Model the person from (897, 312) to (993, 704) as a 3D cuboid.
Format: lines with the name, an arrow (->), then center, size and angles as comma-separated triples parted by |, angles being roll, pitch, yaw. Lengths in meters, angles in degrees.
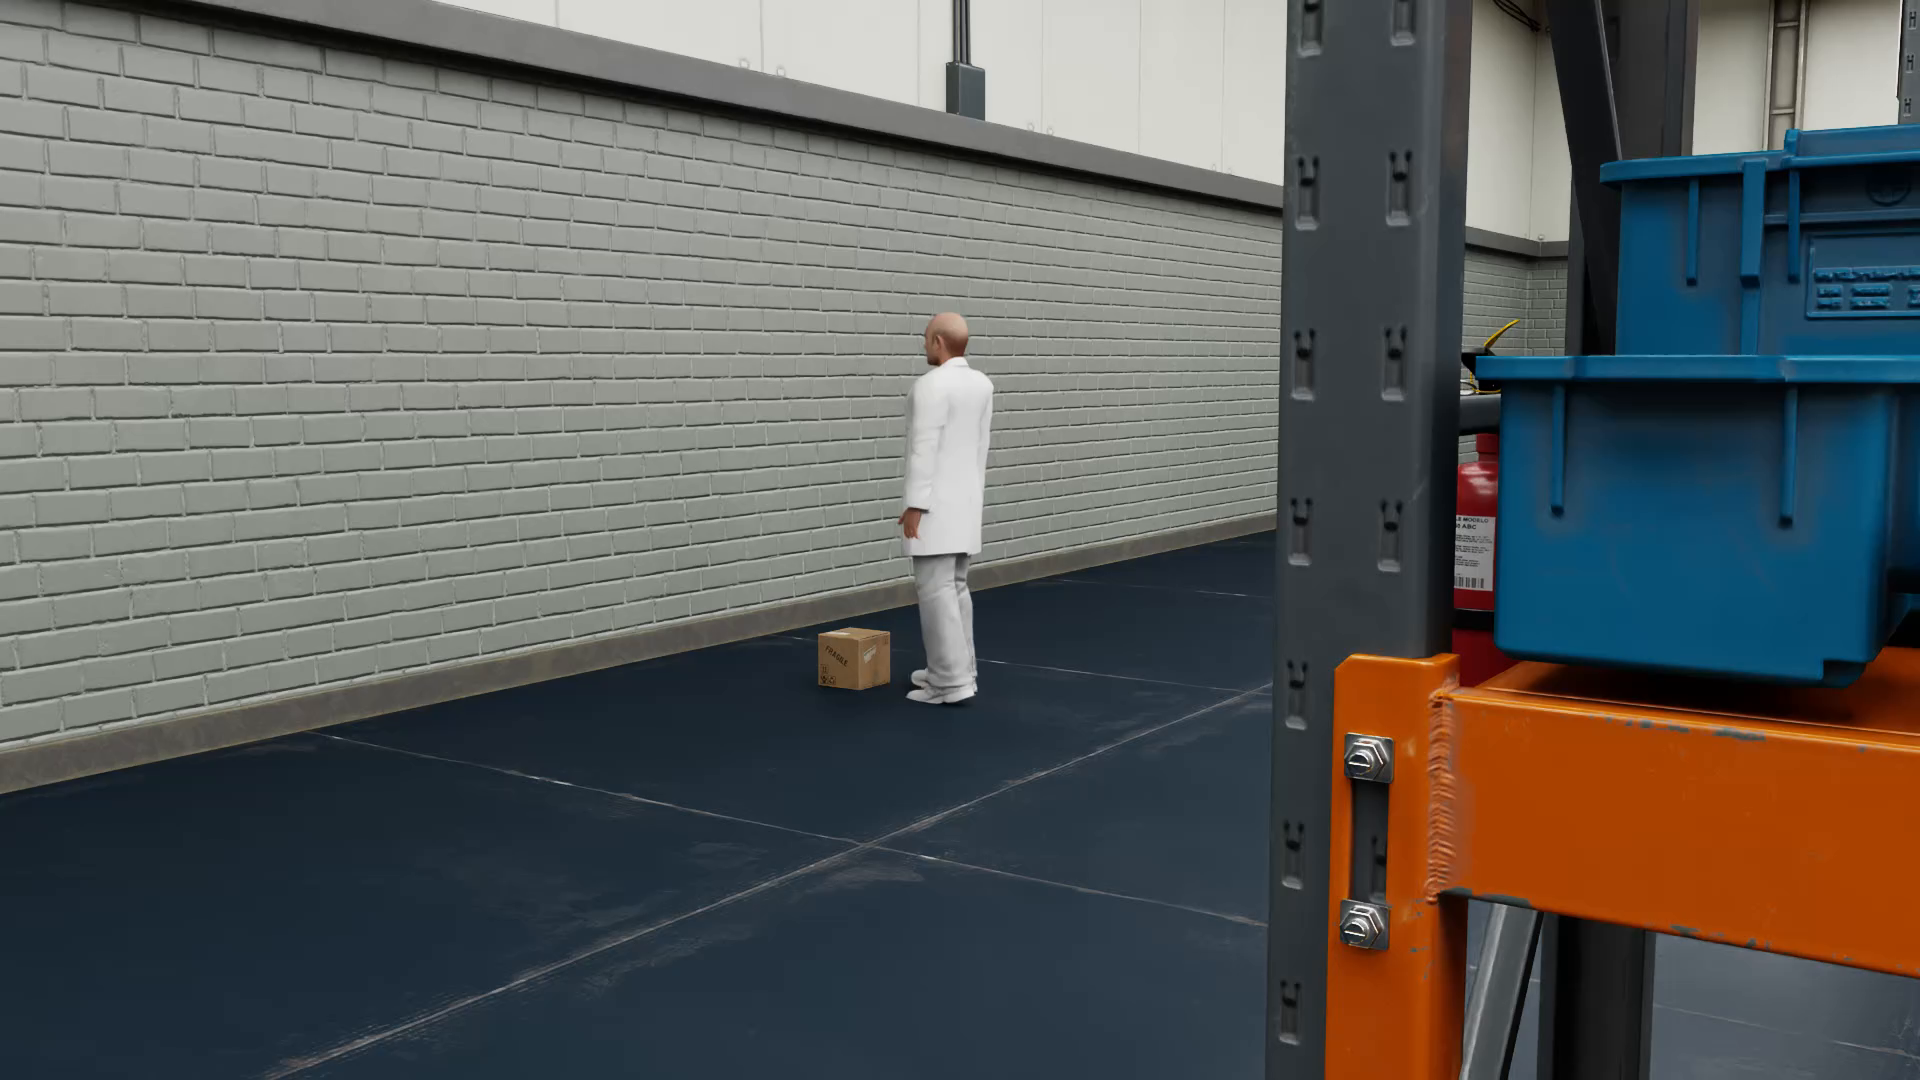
person -> -0.090, -0.140, 7.685 | 0.519, 1.811, 0.574 | 4, 7, 34
